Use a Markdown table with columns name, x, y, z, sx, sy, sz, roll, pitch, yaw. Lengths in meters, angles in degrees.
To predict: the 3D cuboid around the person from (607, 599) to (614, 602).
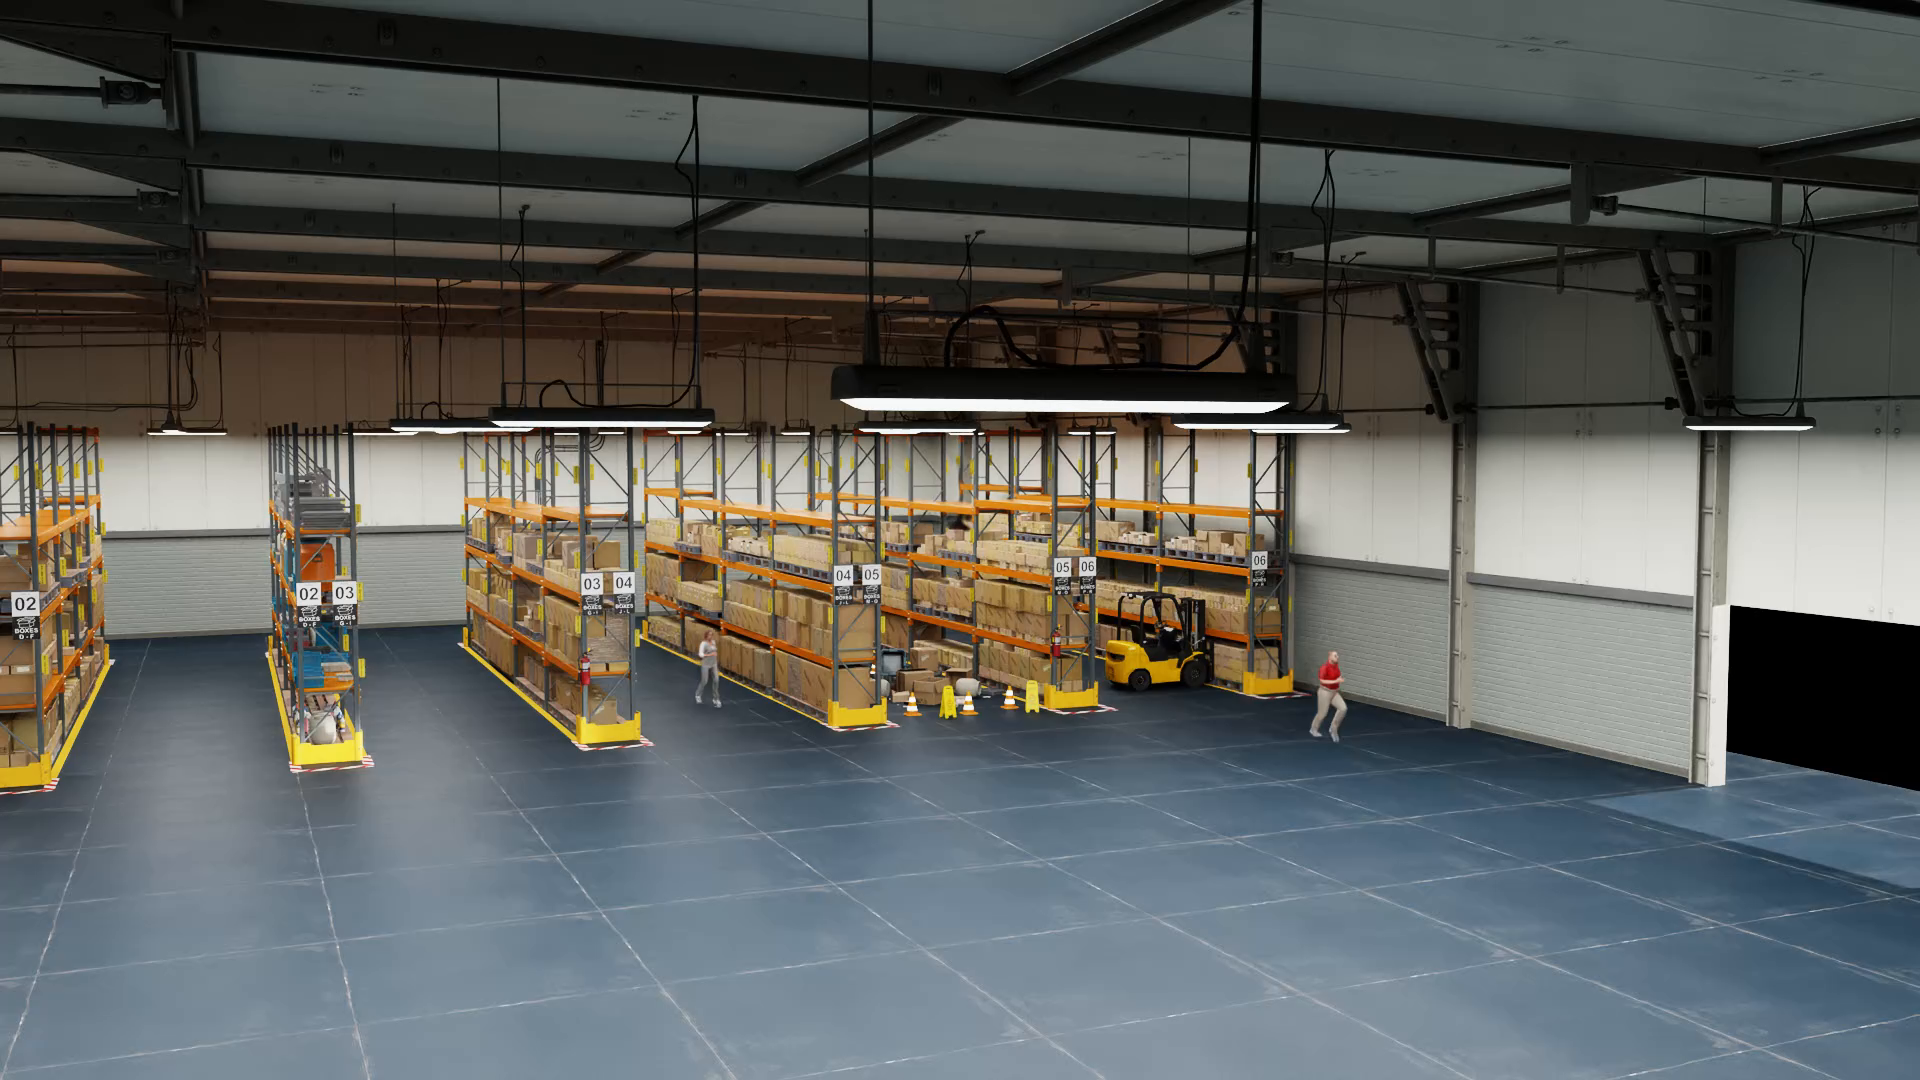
| name | x | y | z | sx | sy | sz | roll | pitch | yaw |
| --- | --- | --- | --- | --- | --- | --- | --- | --- | --- |
| person | -9.582 | 2.128 | 45.837 | 0.586 | 1.634 | 0.596 | -2 | 4 | -27 |

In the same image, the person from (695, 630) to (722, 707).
| name | x | y | z | sx | sy | sz | roll | pitch | yaw |
| --- | --- | --- | --- | --- | --- | --- | --- | --- | --- |
| person | -5.398 | 2.740 | 35.584 | 0.565 | 1.617 | 0.778 | -3 | 5 | -45 |

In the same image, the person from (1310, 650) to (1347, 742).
| name | x | y | z | sx | sy | sz | roll | pitch | yaw |
| --- | --- | --- | --- | --- | --- | --- | --- | --- | --- |
| person | 6.981 | 2.952 | 31.474 | 0.689 | 1.752 | 0.852 | -3 | 4 | -39 |
